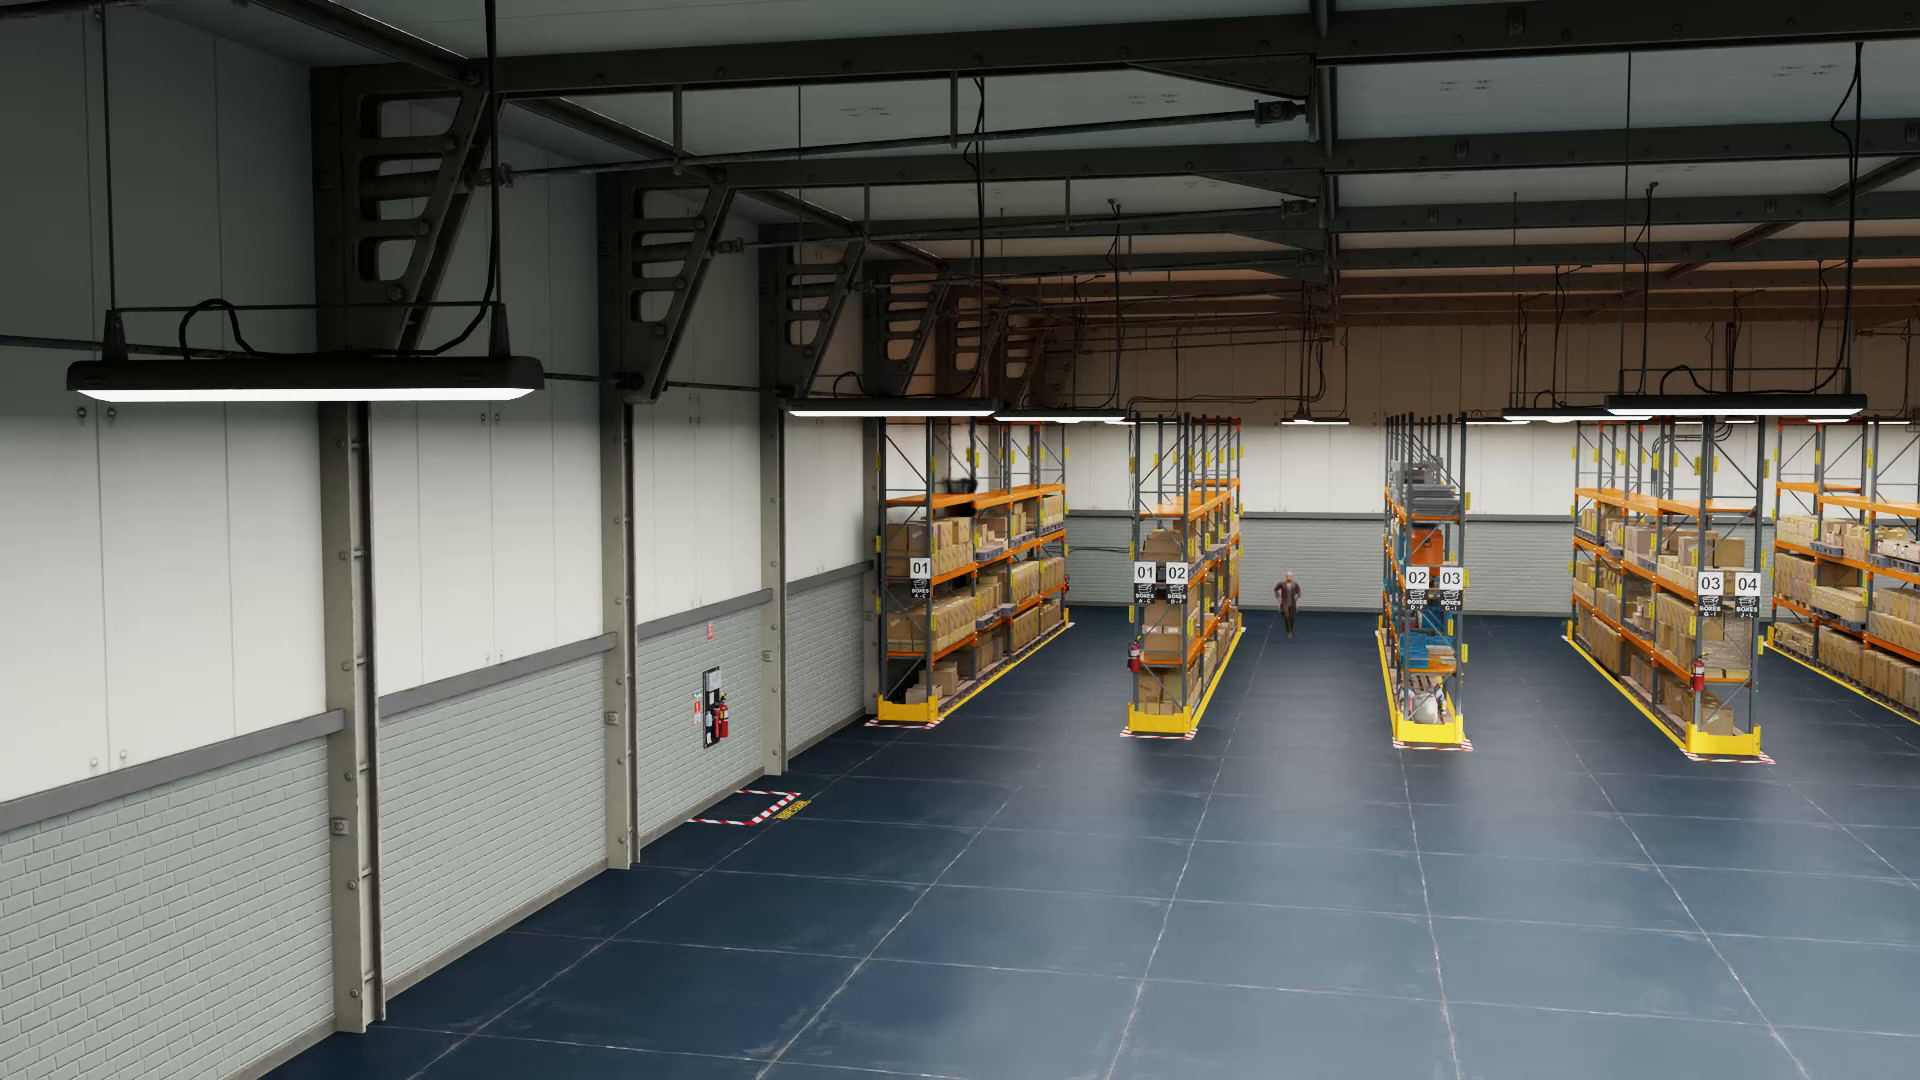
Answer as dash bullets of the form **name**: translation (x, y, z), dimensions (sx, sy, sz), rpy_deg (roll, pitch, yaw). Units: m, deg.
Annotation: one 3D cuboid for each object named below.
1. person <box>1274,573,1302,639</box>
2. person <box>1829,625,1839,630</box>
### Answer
- **person**: translation (8.967, 1.767, 45.450), dimensions (0.717, 1.773, 1.019), rpy_deg (0, 4, 1)
- **person**: translation (23.037, 1.934, 43.967), dimensions (0.785, 1.722, 0.806), rpy_deg (-1, 4, -20)
